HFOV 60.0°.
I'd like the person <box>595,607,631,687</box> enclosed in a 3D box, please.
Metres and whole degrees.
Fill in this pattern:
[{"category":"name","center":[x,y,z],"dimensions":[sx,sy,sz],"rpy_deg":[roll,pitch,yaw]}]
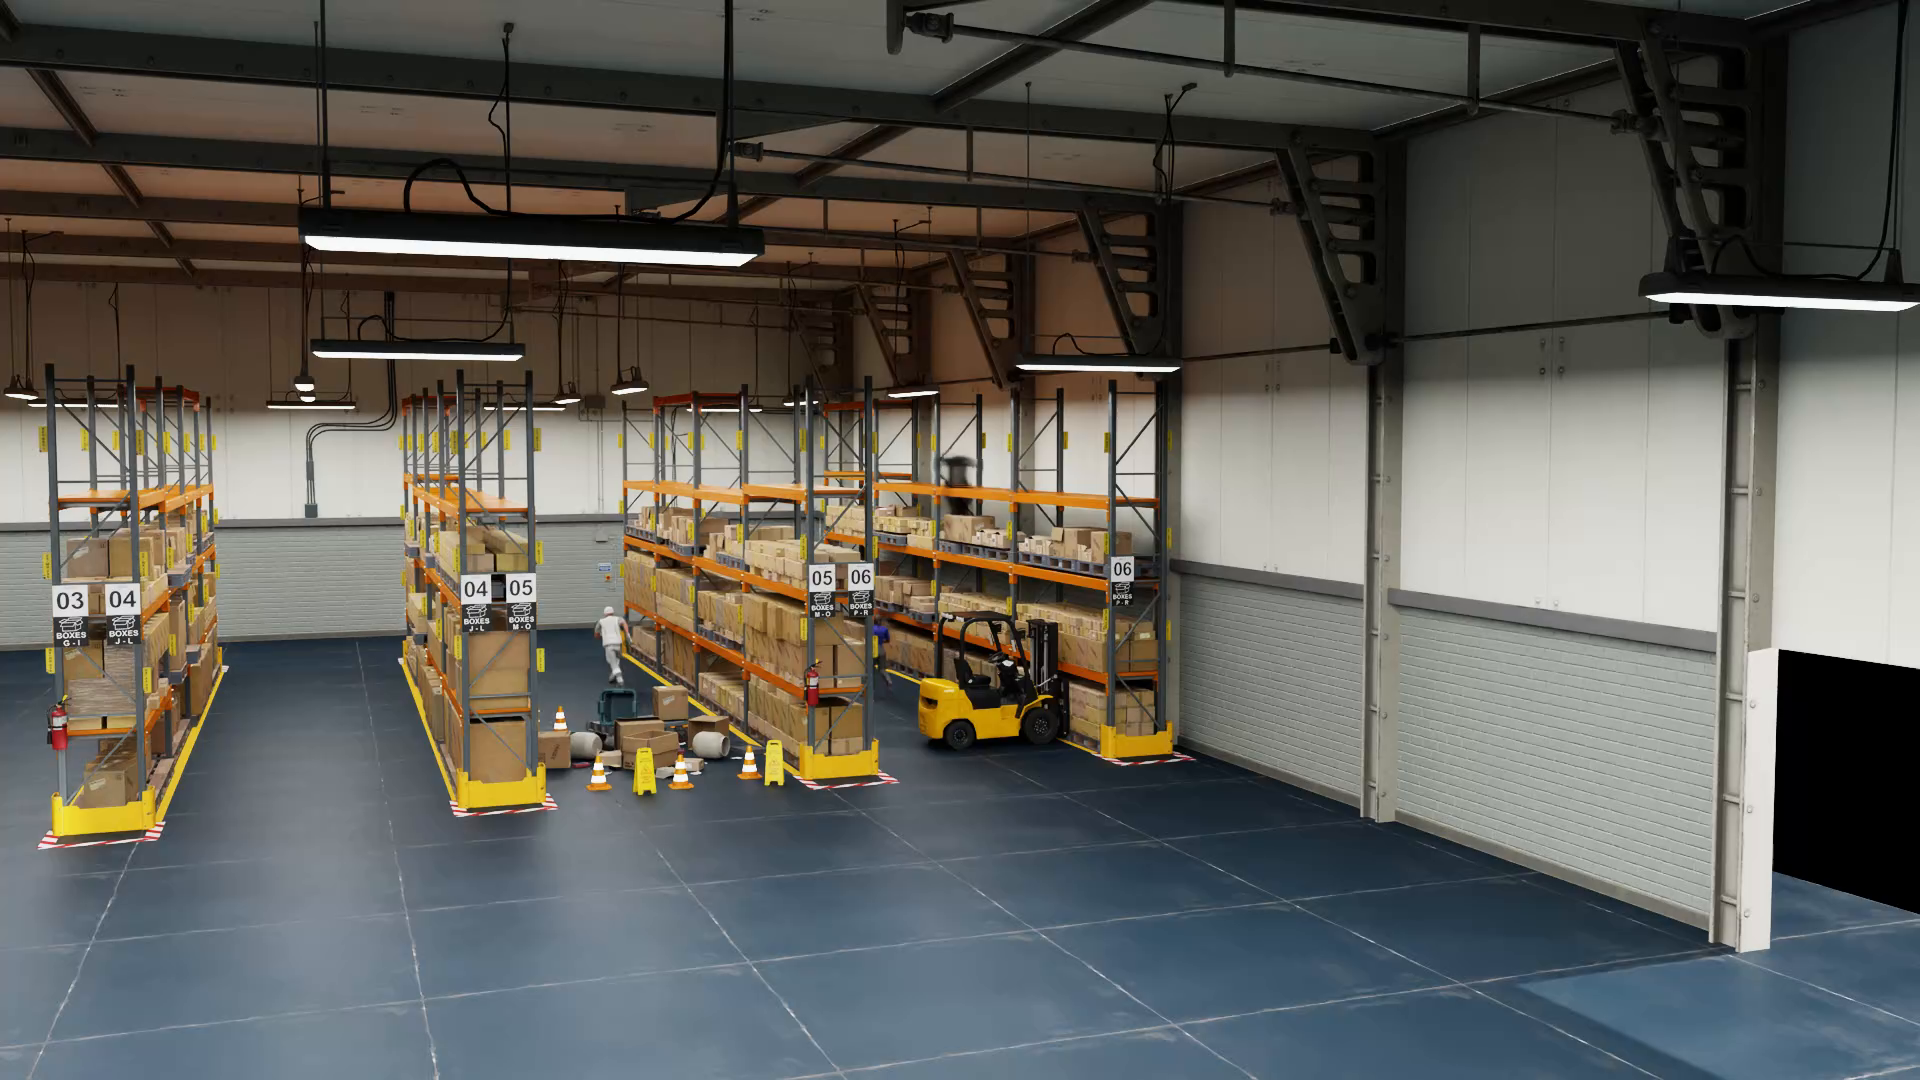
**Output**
[{"category":"person","center":[-7.097,2.187,34.030],"dimensions":[0.680,1.595,1.119],"rpy_deg":[-1,4,-20]}]

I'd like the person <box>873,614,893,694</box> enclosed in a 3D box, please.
[{"category":"person","center":[-1.642,2.267,32.825],"dimensions":[0.595,1.608,0.866],"rpy_deg":[-2,4,-31]}]
